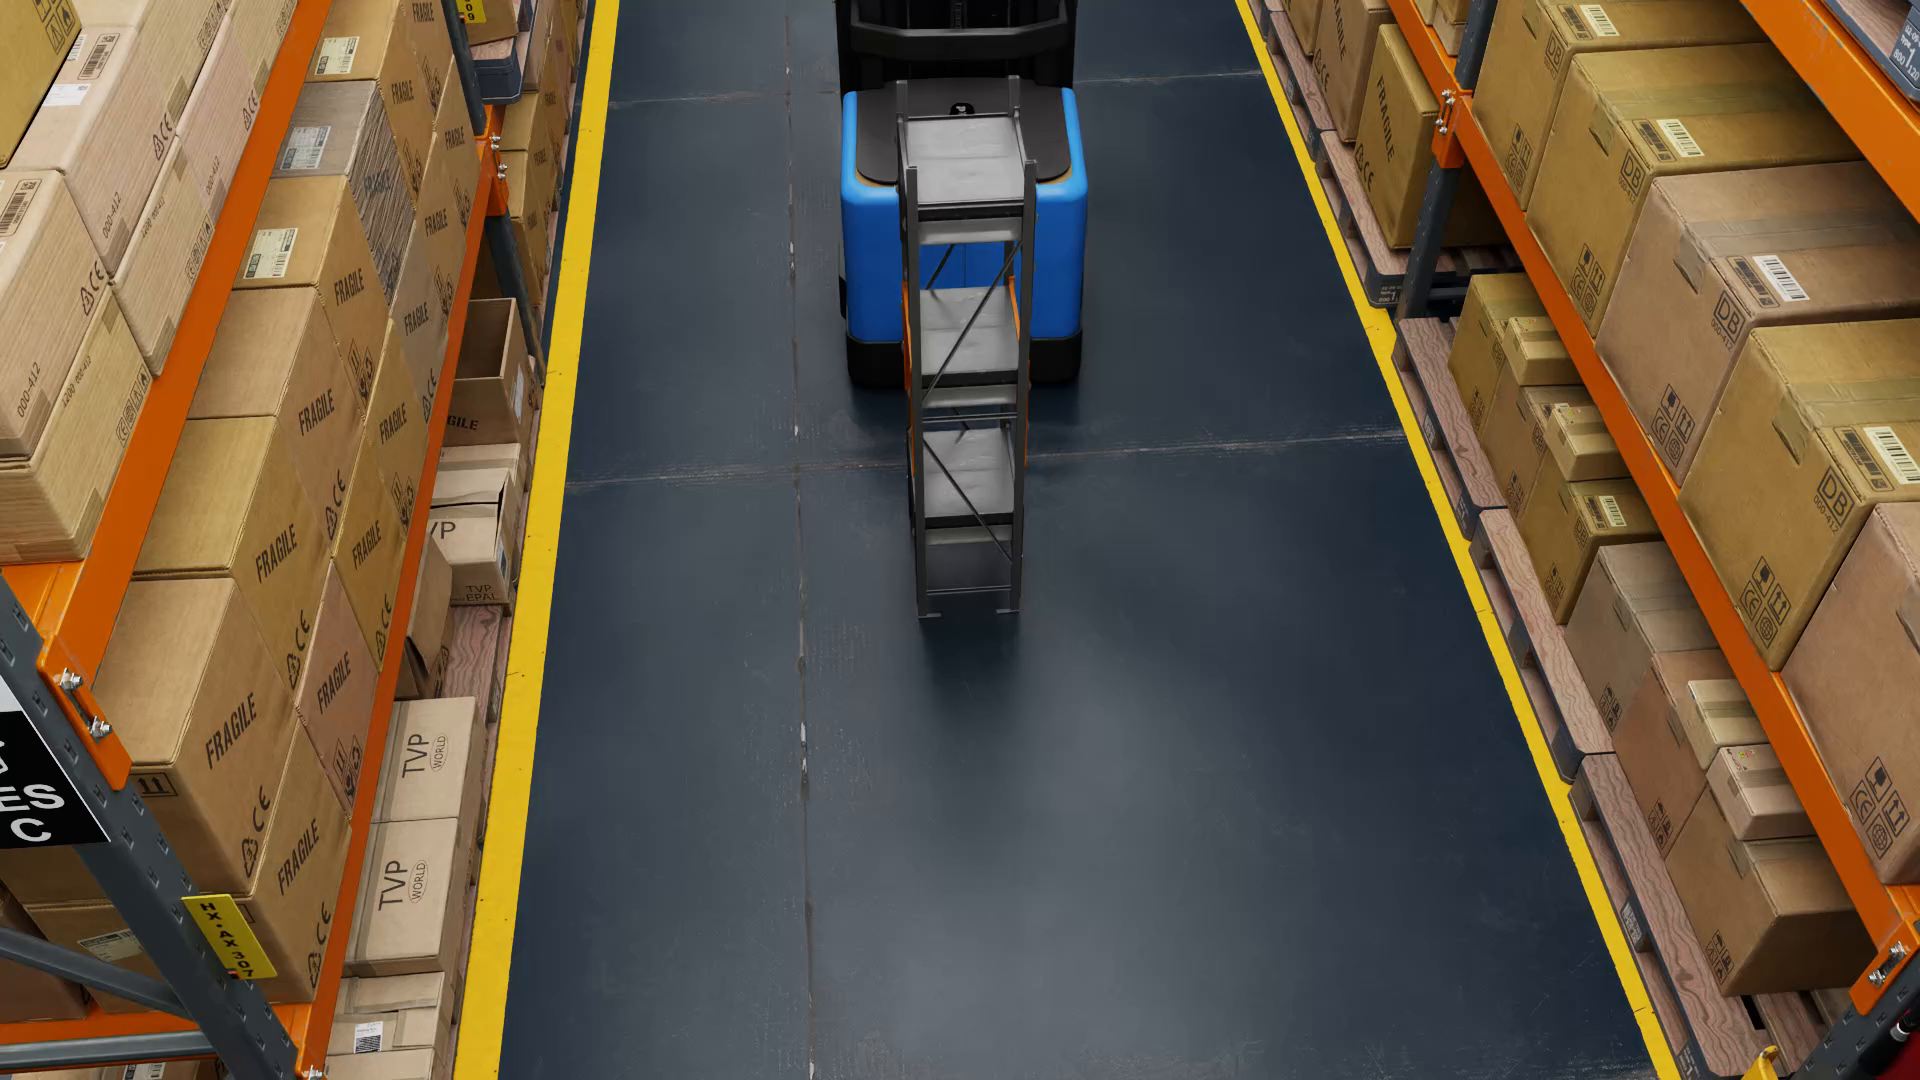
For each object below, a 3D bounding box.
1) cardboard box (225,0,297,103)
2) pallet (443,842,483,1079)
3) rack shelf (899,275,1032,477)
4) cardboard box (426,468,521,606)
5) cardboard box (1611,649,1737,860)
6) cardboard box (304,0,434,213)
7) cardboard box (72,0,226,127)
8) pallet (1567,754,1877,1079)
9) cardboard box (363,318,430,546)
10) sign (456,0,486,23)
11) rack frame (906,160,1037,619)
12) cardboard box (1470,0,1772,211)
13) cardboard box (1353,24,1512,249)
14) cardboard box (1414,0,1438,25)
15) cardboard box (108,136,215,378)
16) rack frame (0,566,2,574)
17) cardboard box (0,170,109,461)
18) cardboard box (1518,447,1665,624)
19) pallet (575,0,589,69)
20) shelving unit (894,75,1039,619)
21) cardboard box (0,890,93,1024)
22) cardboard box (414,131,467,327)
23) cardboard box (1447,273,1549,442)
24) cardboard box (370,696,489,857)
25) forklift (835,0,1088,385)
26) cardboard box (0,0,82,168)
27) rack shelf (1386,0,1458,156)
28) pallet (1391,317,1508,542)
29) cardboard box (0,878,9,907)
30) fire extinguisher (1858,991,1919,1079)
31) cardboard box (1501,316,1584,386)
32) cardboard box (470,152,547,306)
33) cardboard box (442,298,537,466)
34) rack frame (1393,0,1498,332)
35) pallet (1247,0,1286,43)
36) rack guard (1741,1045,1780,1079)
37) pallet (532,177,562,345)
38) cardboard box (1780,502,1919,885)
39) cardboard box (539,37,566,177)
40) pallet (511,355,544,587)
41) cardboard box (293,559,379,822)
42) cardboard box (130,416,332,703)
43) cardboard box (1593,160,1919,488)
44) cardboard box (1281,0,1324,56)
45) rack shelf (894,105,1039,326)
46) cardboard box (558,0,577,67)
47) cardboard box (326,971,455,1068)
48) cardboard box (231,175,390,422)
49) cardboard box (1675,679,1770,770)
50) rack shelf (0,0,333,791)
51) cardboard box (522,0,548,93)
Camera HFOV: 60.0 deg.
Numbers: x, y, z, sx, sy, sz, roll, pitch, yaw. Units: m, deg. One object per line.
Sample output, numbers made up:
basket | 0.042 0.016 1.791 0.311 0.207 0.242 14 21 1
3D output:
cardboard box | -1.963 -1.297 4.086 0.500 0.250 0.500 -3 47 -3
pallet | -2.127 1.483 5.337 1.003 0.211 1.213 -3 47 -3
rack shelf | 0.014 -0.593 6.021 0.431 0.518 0.480 -3 47 -3
cardboard box | -1.995 -0.027 6.395 0.500 0.311 0.500 -3 47 -3
cardboard box | 2.683 0.705 5.585 0.700 0.500 0.500 -4 47 -3
cardboard box | -2.042 -1.396 5.385 0.500 0.500 0.500 -4 47 -4
cardboard box | -1.920 -1.107 3.562 0.500 0.250 0.500 -3 47 -3
pallet | 2.738 1.237 5.569 1.003 0.211 1.213 -3 47 -3
cardboard box | -1.955 -0.314 5.049 0.500 0.500 0.500 -3 47 -3
sign | -1.848 -2.074 6.189 0.100 0.325 0.005 -3 47 -3
rack frame | 0.034 -0.426 5.844 0.400 2.100 0.015 -3 47 -3
cardboard box | 2.577 -1.752 6.273 0.980 0.700 0.700 -3 47 -3
cardboard box | 2.364 -1.909 7.820 0.750 0.750 0.750 -3 47 -3
cardboard box | 2.193 -2.371 7.225 0.380 0.149 0.250 -3 47 -3
cardboard box | -1.872 -0.574 3.401 0.500 0.250 0.500 -3 47 -3
rack frame | -2.053 -0.907 1.548 1.000 3.000 0.127 -3 47 -3
cardboard box | -1.837 -0.383 2.877 0.500 0.250 0.500 -3 47 -3
cardboard box | 2.588 -0.044 6.295 0.700 0.500 0.500 -3 47 -2
pallet | -2.698 -3.131 9.706 1.003 0.211 1.213 -3 47 -3
shelving unit | 0.014 -0.602 6.011 0.431 2.100 0.503 -3 47 -3
cardboard box | -2.362 0.814 3.981 0.500 0.500 0.500 -2 47 -2
cardboard box | -2.046 -1.053 5.749 0.500 0.500 0.500 -2 47 -2
cardboard box | 2.509 -0.779 6.991 0.700 0.500 0.500 -3 47 -3
cardboard box | -1.899 0.816 5.638 0.500 0.250 0.500 -3 47 -3
forklift | -0.026 -2.761 7.483 1.130 2.935 3.031 -1 47 -1
cardboard box | -2.070 -0.991 2.936 0.700 0.500 0.500 -3 47 -3
rack shelf | 2.381 -3.242 8.386 1.077 0.370 4.000 -3 47 -3
pallet | 2.534 -0.528 7.241 1.003 0.211 1.213 -3 47 -3
cardboard box | -2.364 0.472 3.616 0.500 0.500 0.500 -4 47 -4
fire extinguisher | 2.436 1.144 4.047 0.296 0.674 0.183 -3 47 -3
cardboard box | 2.355 -0.744 6.510 0.380 0.149 0.250 -2 47 -2
cardboard box | -2.185 -1.395 7.560 0.500 0.500 0.500 -5 47 -5
cardboard box | -2.057 -0.635 6.840 0.500 0.500 0.500 -3 47 -3
rack frame | 2.548 -2.042 6.754 1.000 3.000 0.127 -3 47 -3
pallet | 2.204 -3.402 9.963 1.003 0.211 1.213 -3 47 -3
rack guard | 2.885 1.729 4.905 1.175 0.500 0.348 -3 47 -3
pallet | -2.494 -1.365 8.034 1.003 0.211 1.213 -3 47 -3
cardboard box | 2.830 0.381 4.253 0.980 0.700 0.700 -2 47 -1
cardboard box | -2.276 -2.142 8.268 0.500 0.500 0.500 -3 47 -3
pallet | -2.331 -0.282 7.009 1.003 0.211 1.213 -3 47 -3
cardboard box | -1.876 0.412 4.362 0.500 0.500 0.500 -4 47 -4
cardboard box | -1.879 0.063 4.003 0.500 0.500 0.500 -3 47 -3
cardboard box | 2.704 -0.697 5.274 0.980 0.700 0.700 -6 47 -5
cardboard box | 2.211 -3.167 9.011 0.750 0.750 0.750 -4 47 -3
rack shelf | 0.014 -1.074 5.512 0.431 0.518 0.480 -3 47 -3
cardboard box | -2.367 -2.887 8.973 0.500 0.500 0.500 -5 47 -5
cardboard box | -1.766 1.474 5.073 0.380 0.166 0.250 -3 47 -3
cardboard box | -1.959 -0.667 4.695 0.500 0.500 0.500 -4 47 -4
cardboard box | 2.510 0.577 5.260 0.380 0.149 0.250 -2 47 -2
rack shelf | -2.220 -1.075 4.268 1.077 0.370 4.000 -3 47 -3
cardboard box | -2.269 -2.376 7.973 0.500 0.250 0.500 -3 47 -3
